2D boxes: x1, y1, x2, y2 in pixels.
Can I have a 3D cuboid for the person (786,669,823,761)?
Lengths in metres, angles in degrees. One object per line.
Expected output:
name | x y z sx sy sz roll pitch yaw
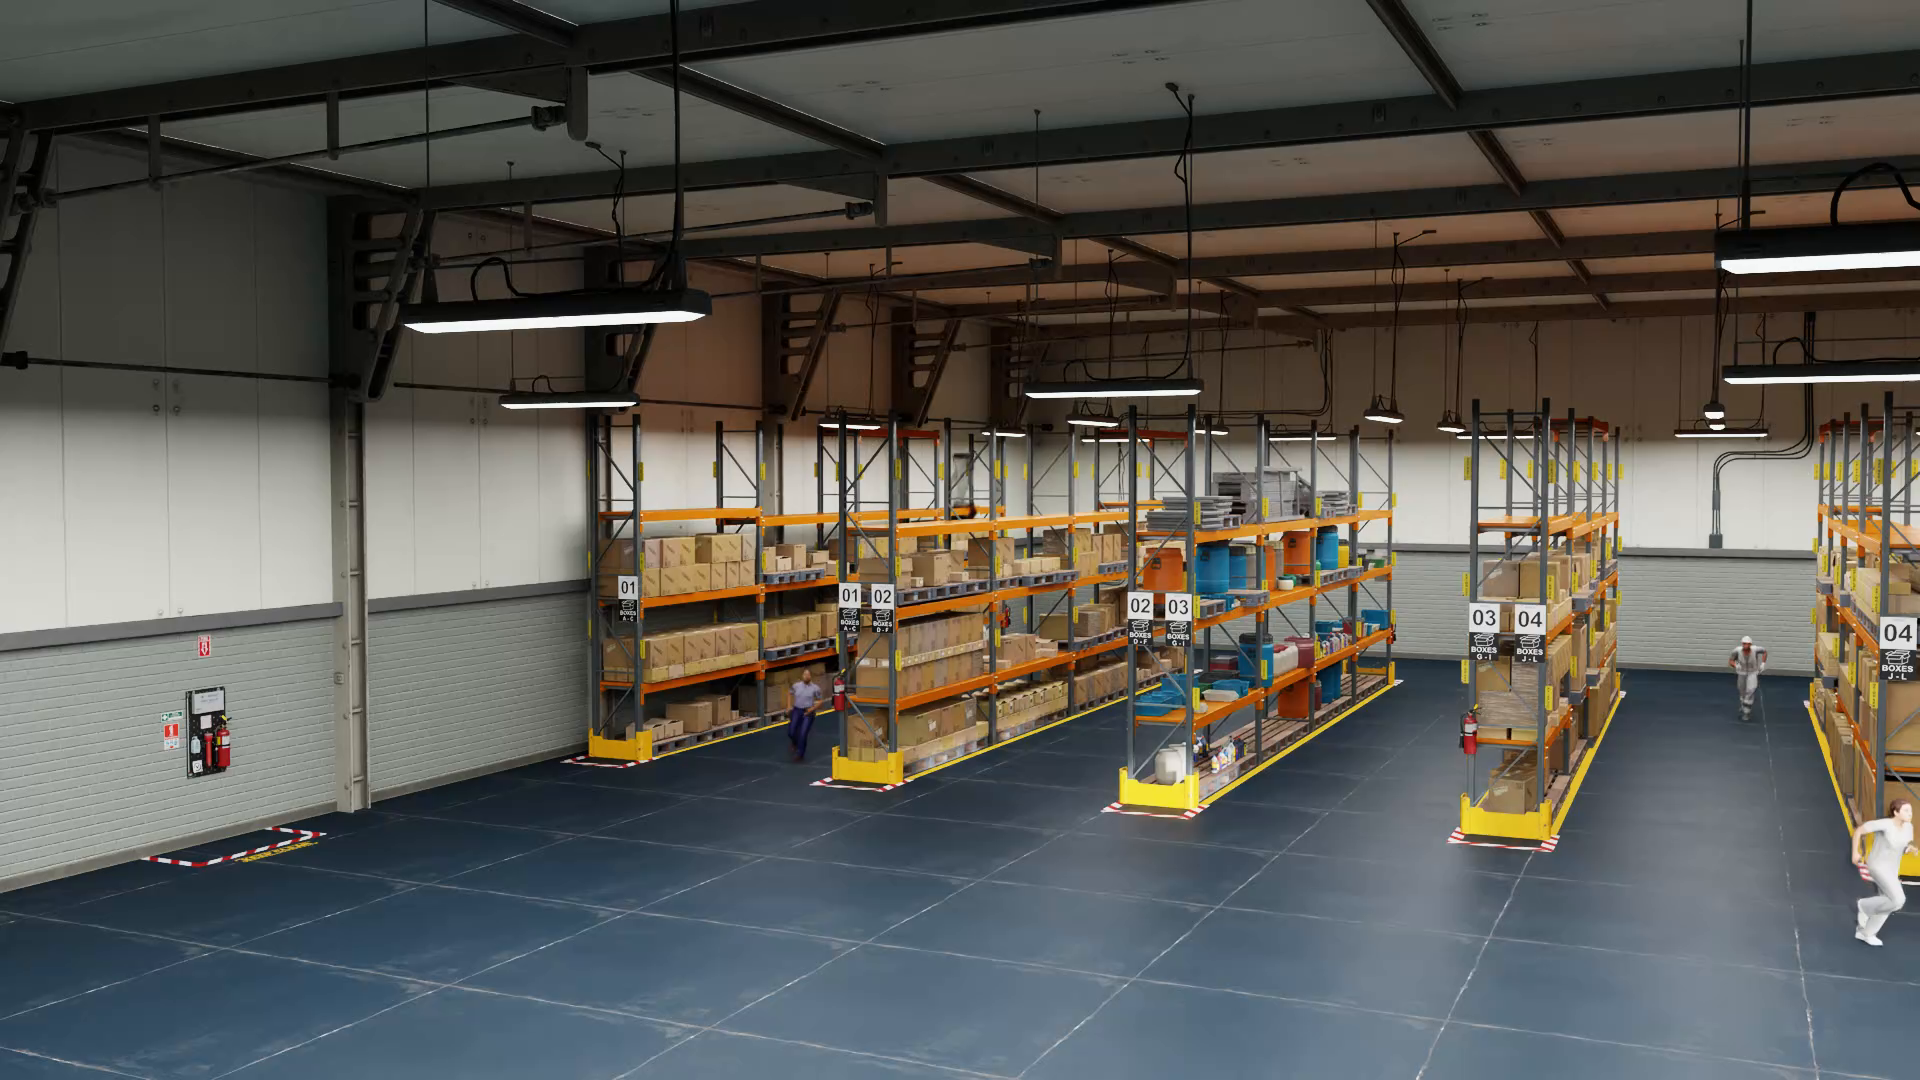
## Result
person | -2.701 3.034 28.826 0.663 1.584 0.523 0 2 4

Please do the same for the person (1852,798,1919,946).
person | 9.761 3.489 17.473 0.552 1.594 0.684 -1 3 -25

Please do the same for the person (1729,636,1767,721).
person | 15.974 2.789 33.736 0.701 1.751 1.042 1 3 25
